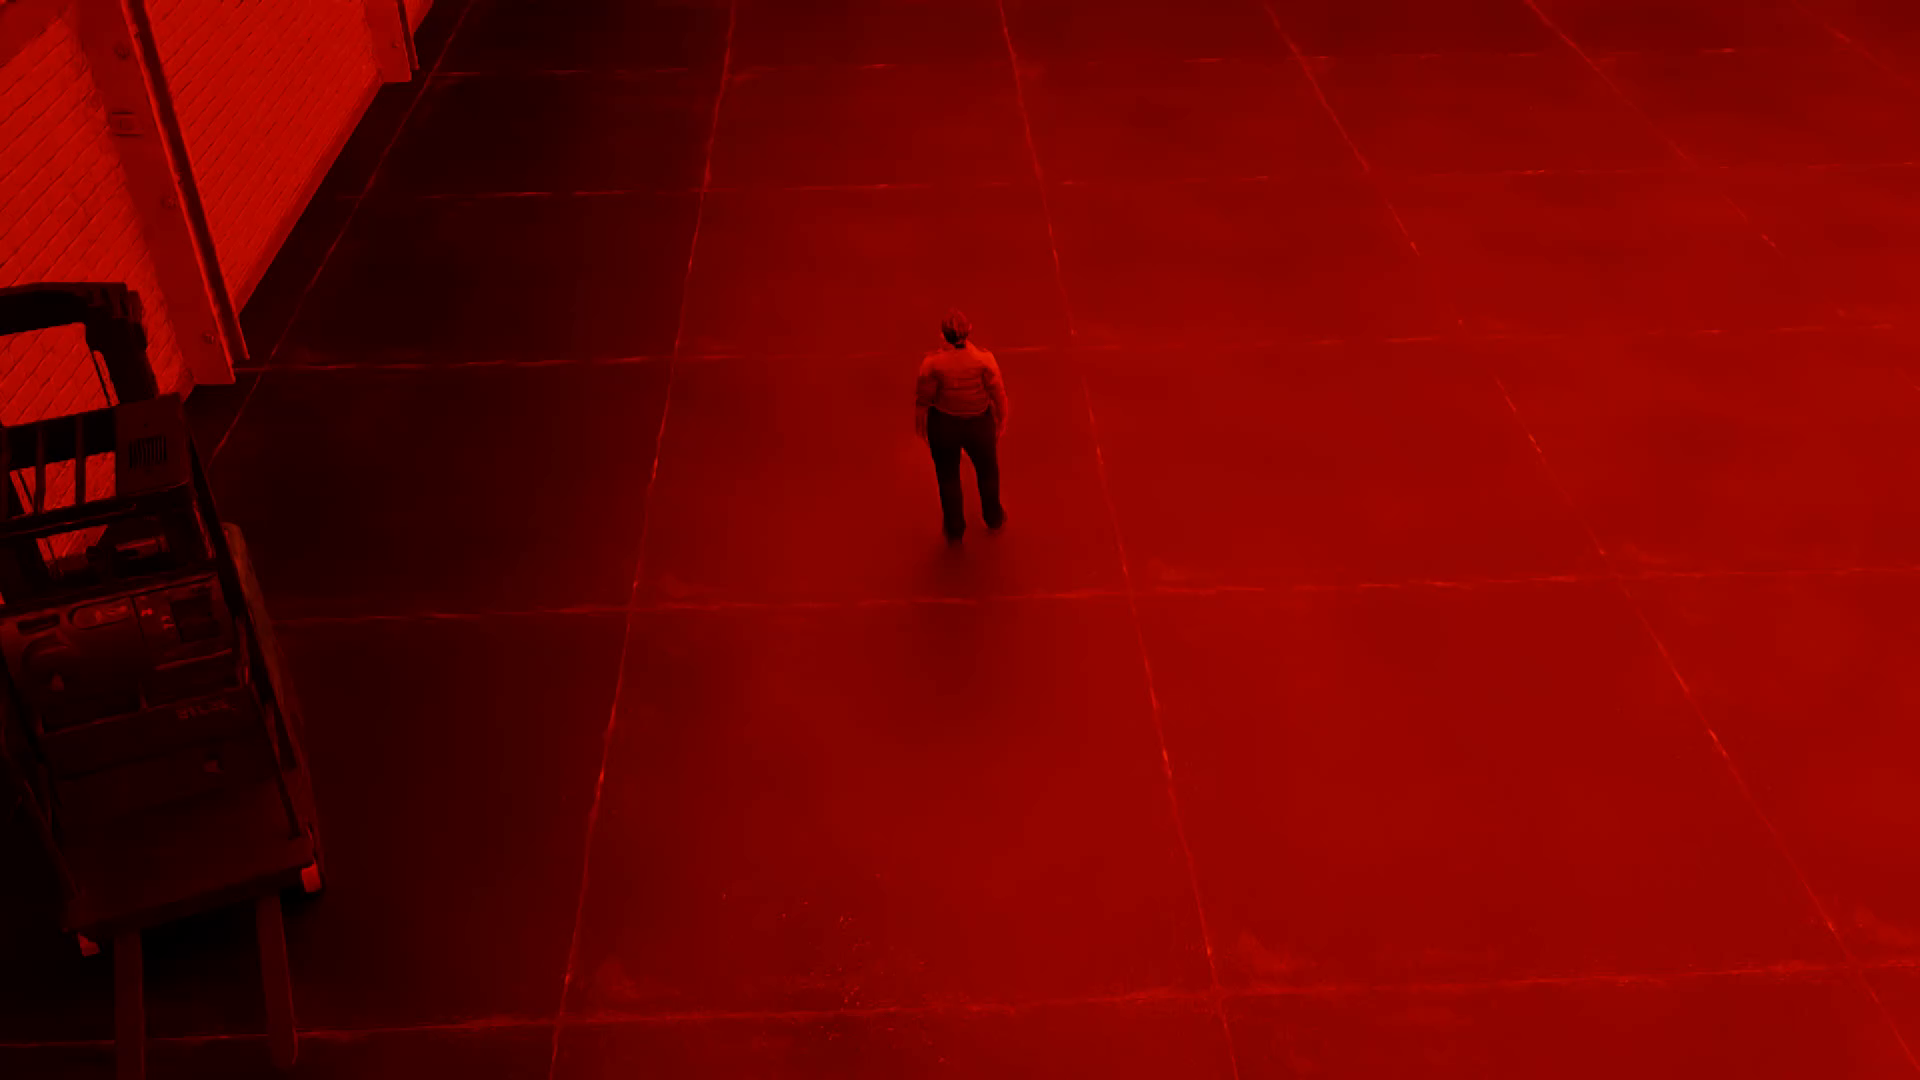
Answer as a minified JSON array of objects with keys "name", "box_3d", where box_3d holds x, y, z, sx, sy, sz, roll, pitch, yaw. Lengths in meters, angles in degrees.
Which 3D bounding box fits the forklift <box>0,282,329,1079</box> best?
[{"name":"forklift","box_3d":[-3.731,0.479,7.353,1.130,2.935,3.031,-14,38,-18]}]

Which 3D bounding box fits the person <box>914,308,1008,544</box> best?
[{"name":"person","box_3d":[0.018,-0.725,10.084,0.599,1.650,0.502,-2,36,-2]}]
